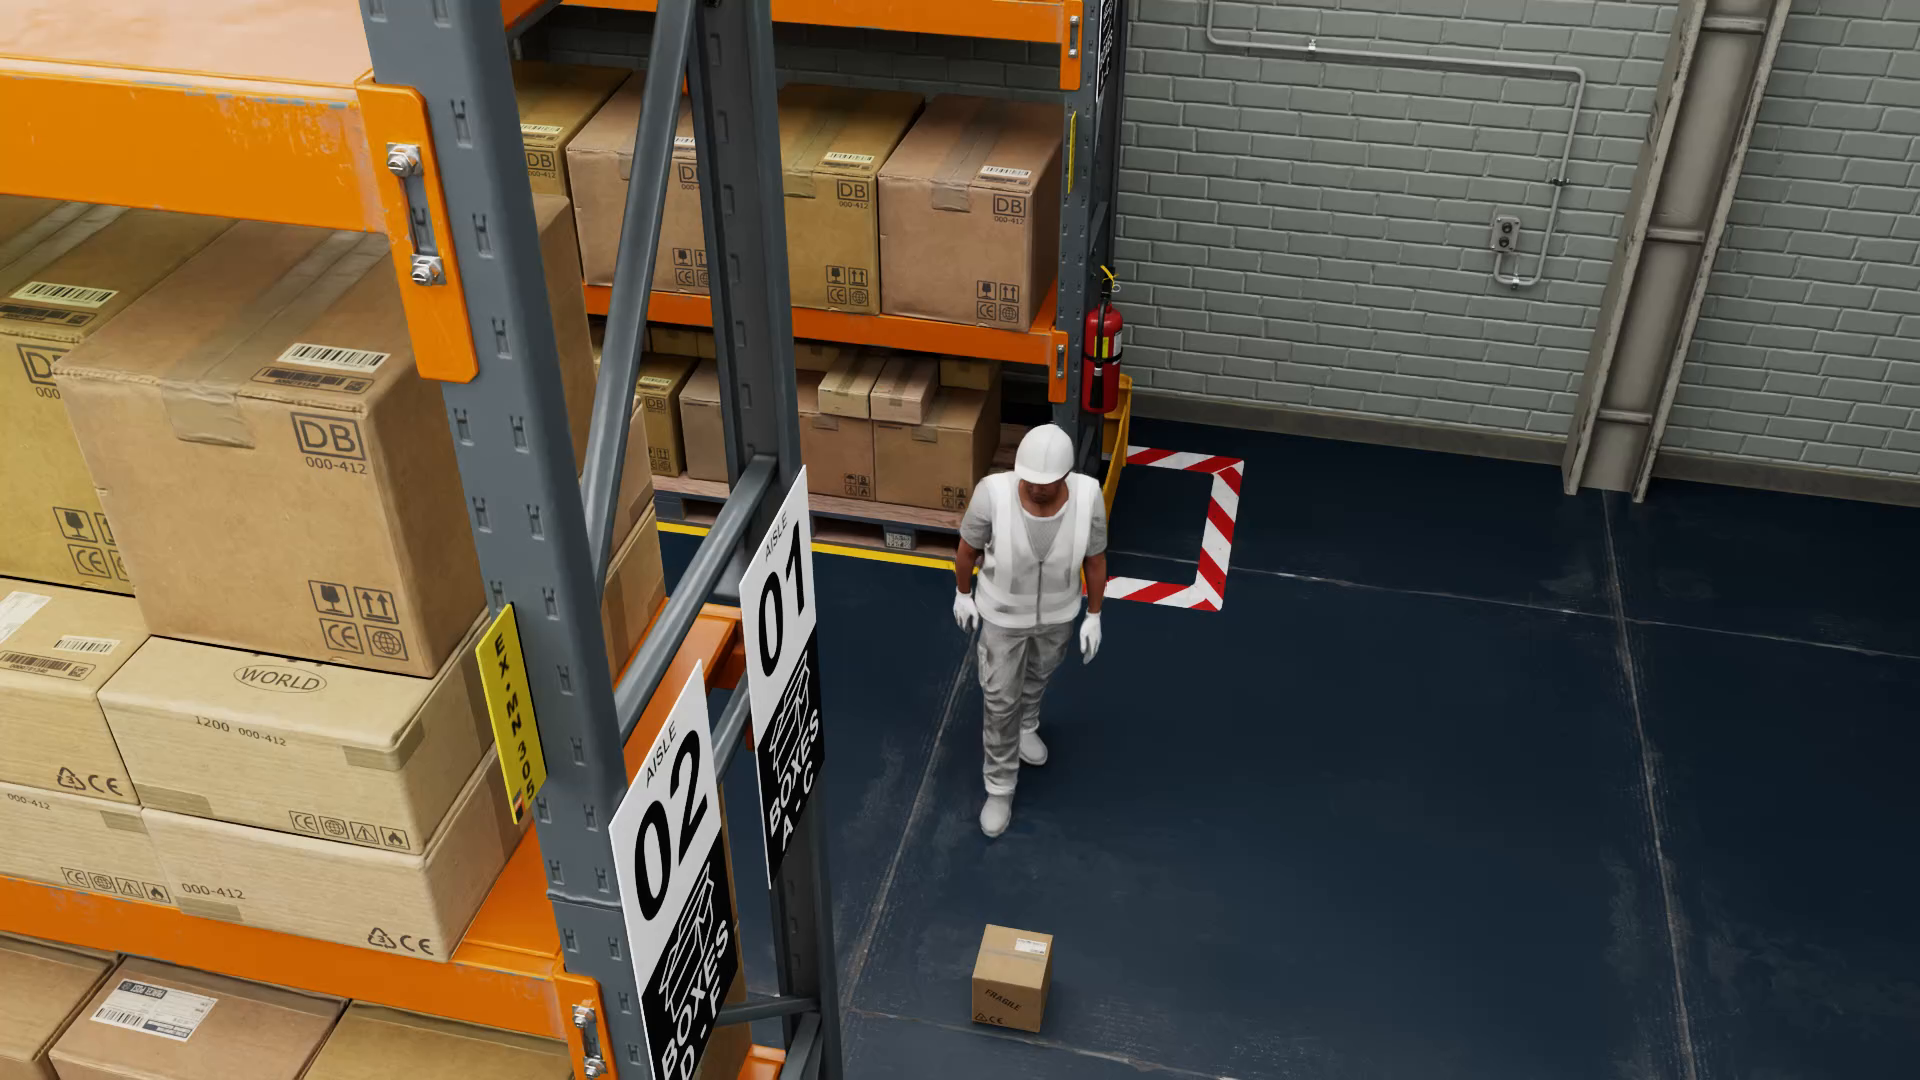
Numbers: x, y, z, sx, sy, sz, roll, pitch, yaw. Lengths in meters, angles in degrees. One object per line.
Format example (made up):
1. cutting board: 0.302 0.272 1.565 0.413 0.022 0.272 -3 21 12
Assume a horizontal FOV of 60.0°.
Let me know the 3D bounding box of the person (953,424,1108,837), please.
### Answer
1. person: 0.282 0.294 6.554 0.575 1.809 0.612 -8 37 -11
